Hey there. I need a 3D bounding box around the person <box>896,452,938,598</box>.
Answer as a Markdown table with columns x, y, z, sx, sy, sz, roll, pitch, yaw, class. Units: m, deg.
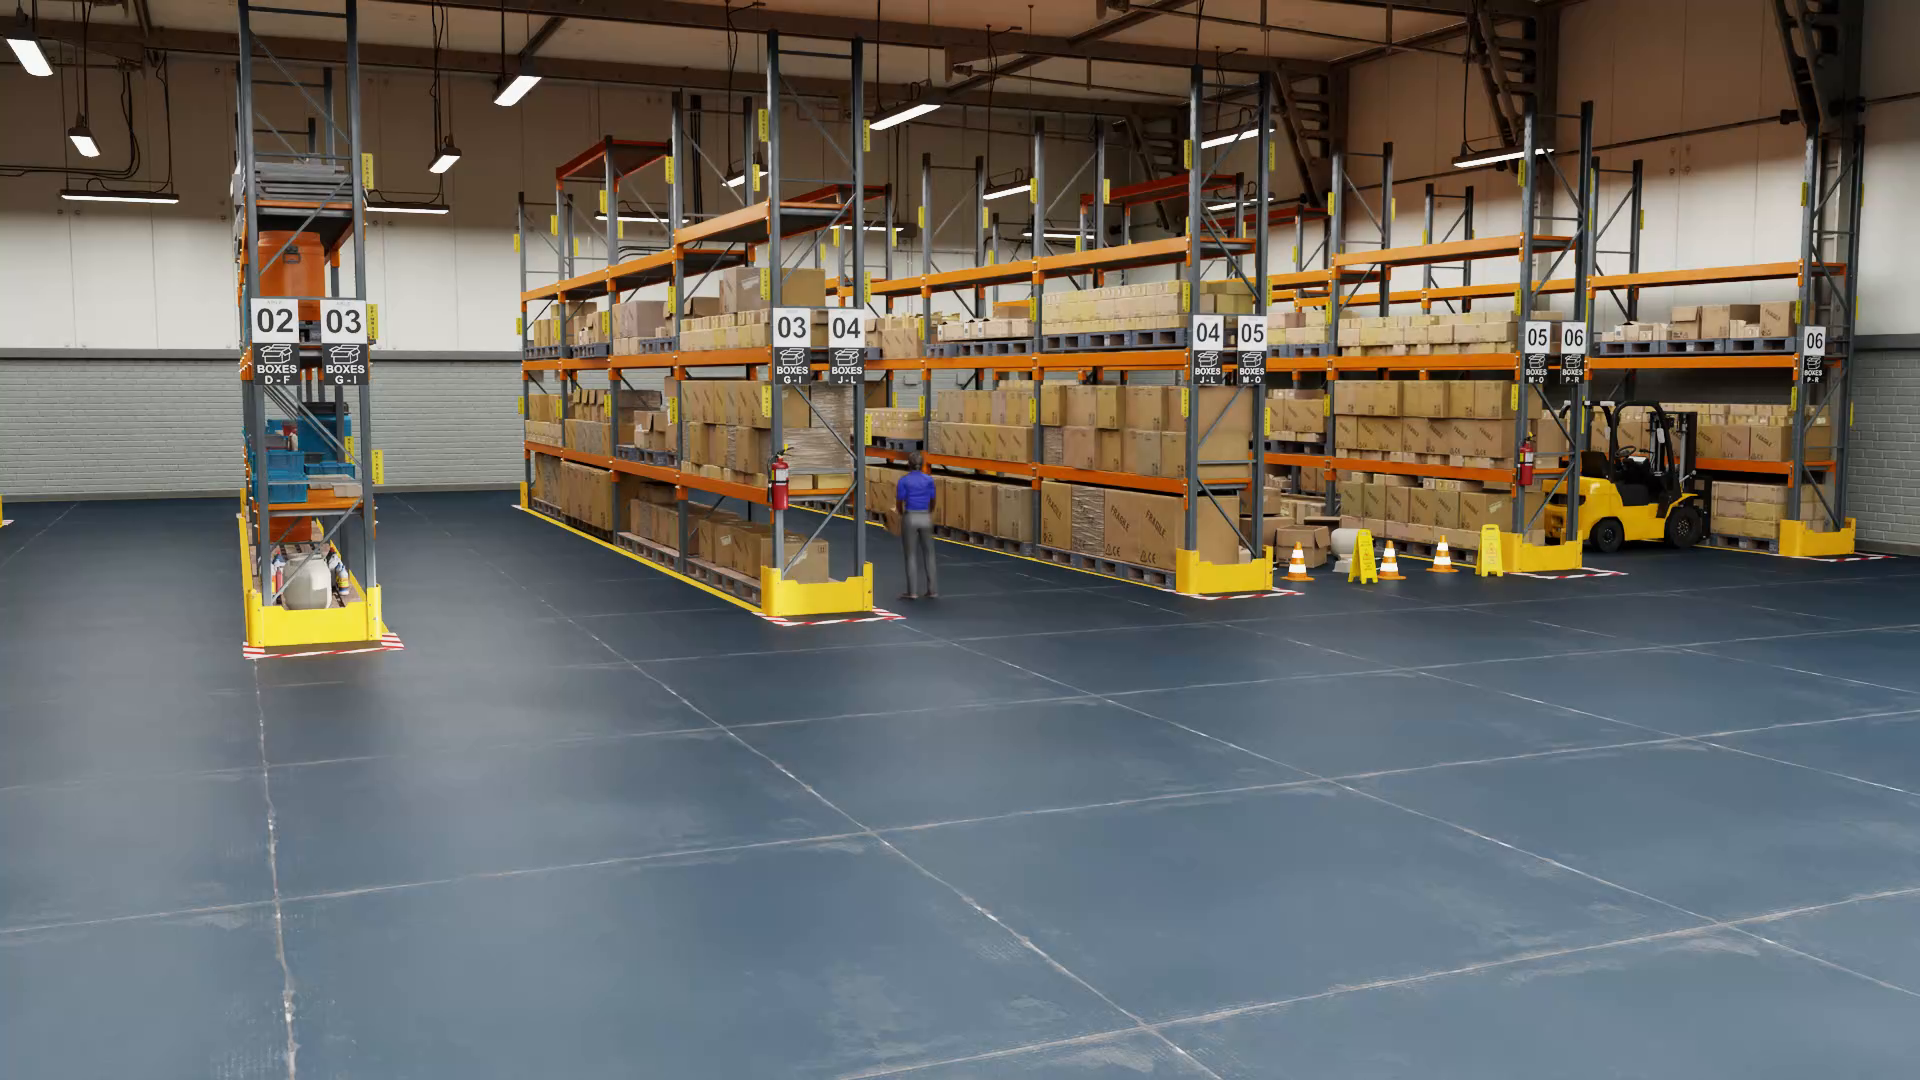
| x | y | z | sx | sy | sz | roll | pitch | yaw | class |
| --- | --- | --- | --- | --- | --- | --- | --- | --- | --- |
| -0.487 | -0.170 | 18.749 | 0.482 | 1.656 | 0.470 | -1 | 6 | -7 | person |
